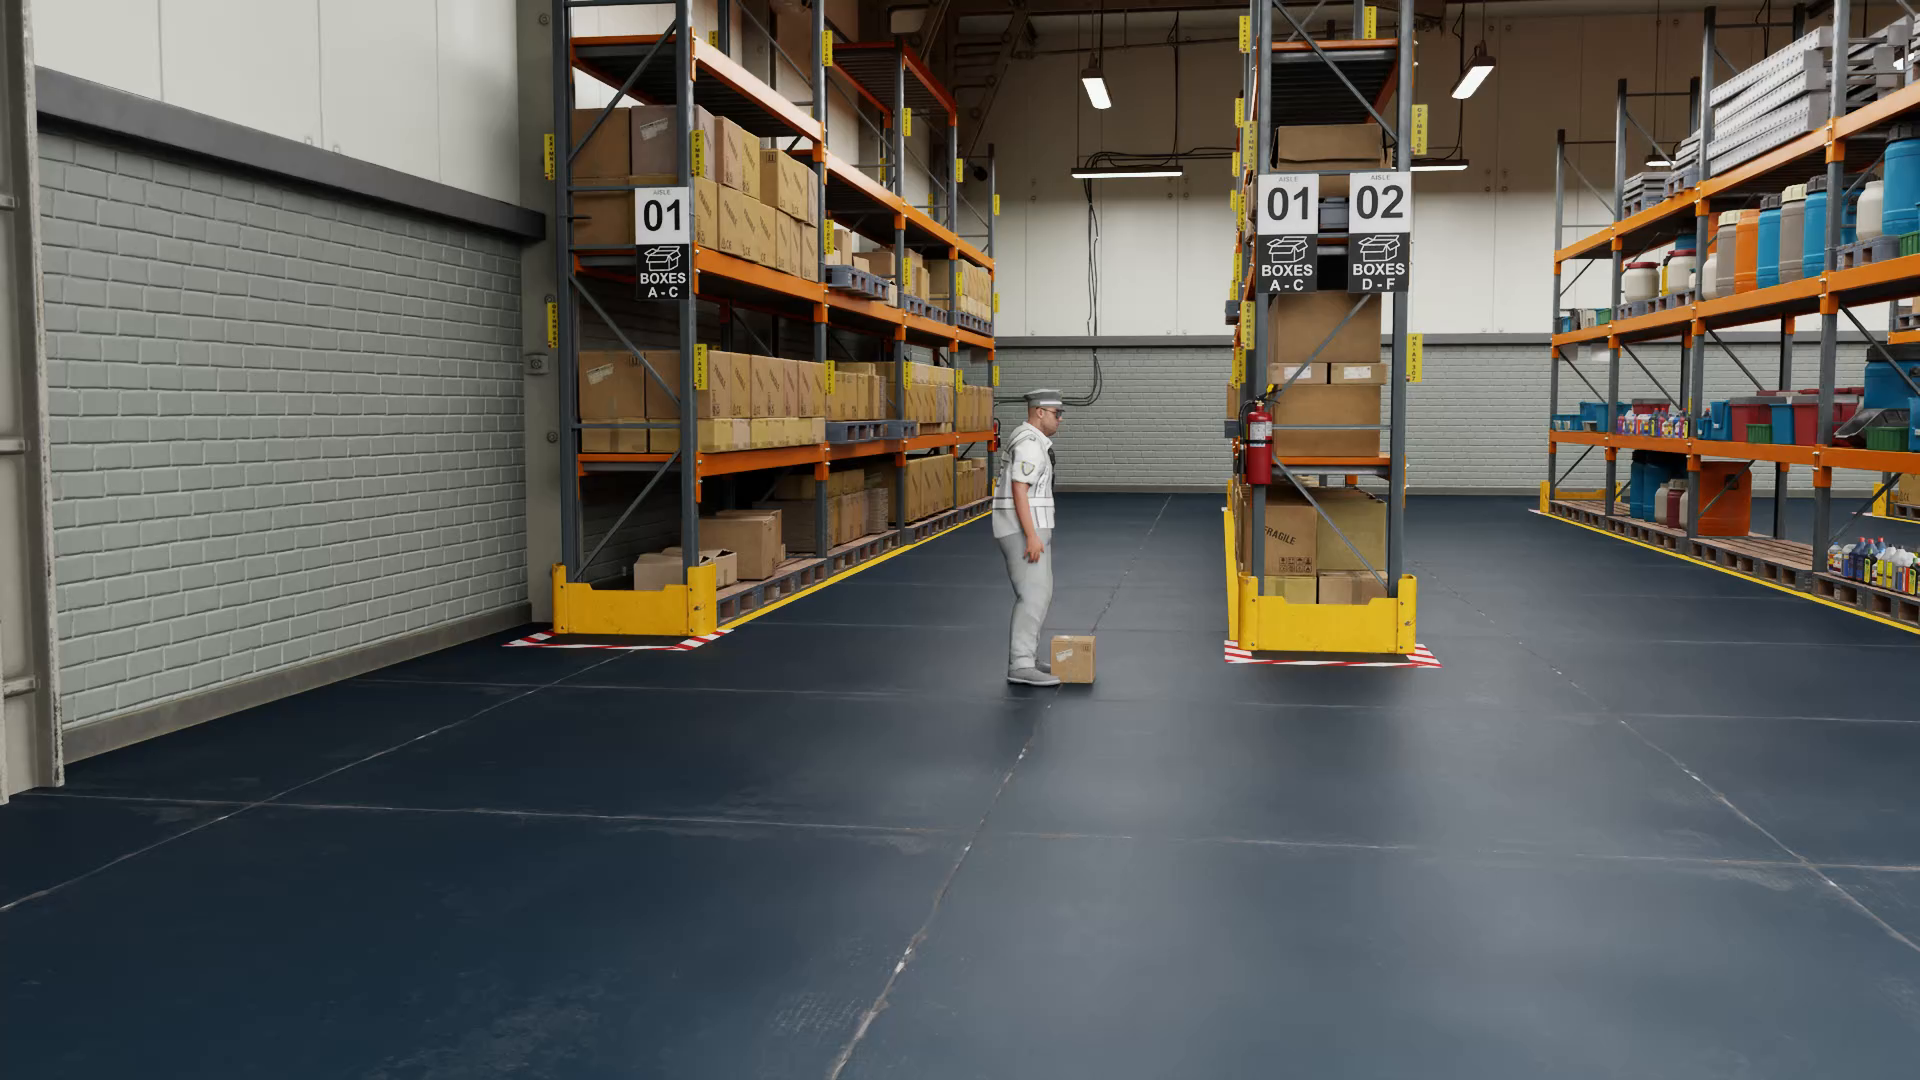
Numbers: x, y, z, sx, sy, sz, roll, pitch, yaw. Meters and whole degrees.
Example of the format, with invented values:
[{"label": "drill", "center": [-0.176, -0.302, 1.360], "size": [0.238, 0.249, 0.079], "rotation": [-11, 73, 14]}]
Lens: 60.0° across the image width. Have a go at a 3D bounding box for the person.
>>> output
[{"label": "person", "center": [0.413, -0.033, 10.007], "size": [0.435, 1.748, 0.590], "rotation": [1, 4, 8]}]
